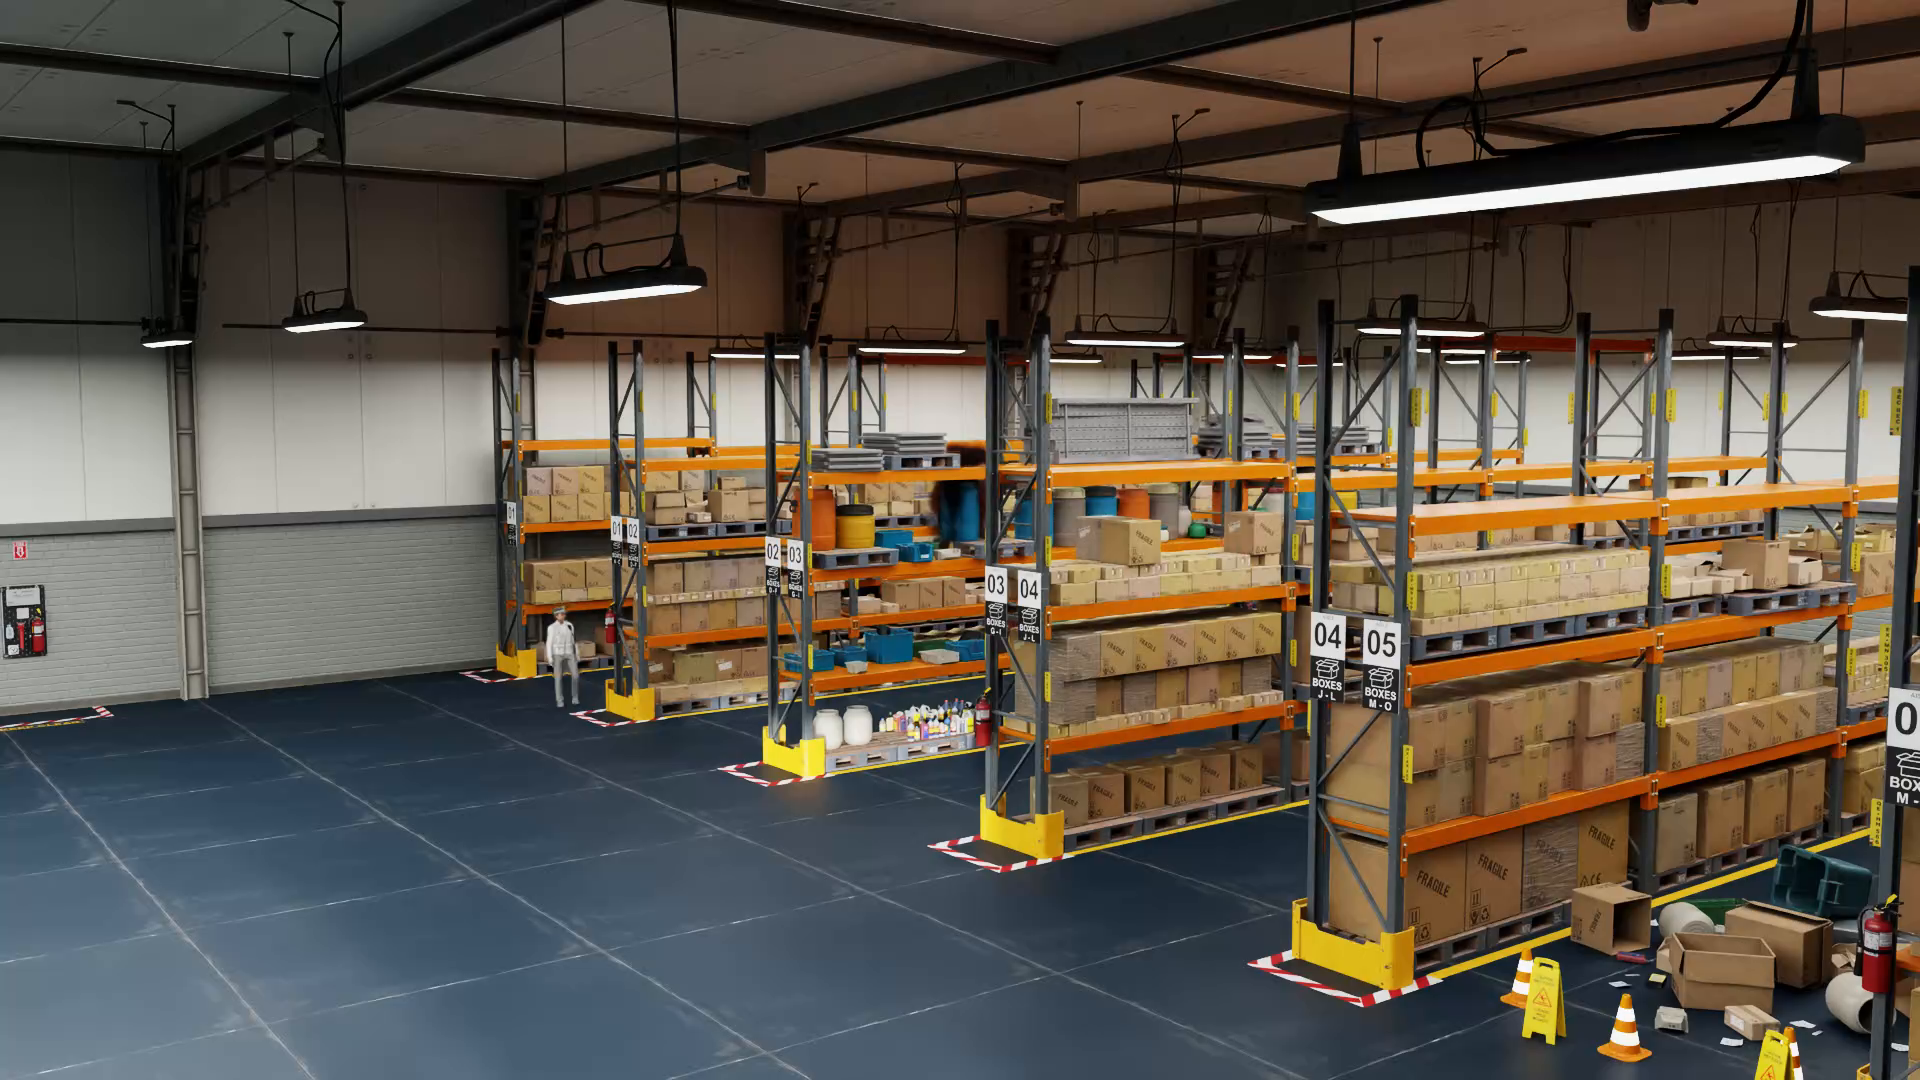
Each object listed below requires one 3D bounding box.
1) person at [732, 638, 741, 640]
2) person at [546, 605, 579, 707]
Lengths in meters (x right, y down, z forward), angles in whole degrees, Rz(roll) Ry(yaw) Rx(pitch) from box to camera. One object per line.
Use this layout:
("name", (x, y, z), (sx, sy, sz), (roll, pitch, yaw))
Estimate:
("person", (-4.158, 1.590, 31.300), (0.440, 1.644, 0.908), (4, 7, 41))
("person", (-6.589, 1.915, 27.577), (0.536, 1.697, 0.441), (-2, 5, -20))
